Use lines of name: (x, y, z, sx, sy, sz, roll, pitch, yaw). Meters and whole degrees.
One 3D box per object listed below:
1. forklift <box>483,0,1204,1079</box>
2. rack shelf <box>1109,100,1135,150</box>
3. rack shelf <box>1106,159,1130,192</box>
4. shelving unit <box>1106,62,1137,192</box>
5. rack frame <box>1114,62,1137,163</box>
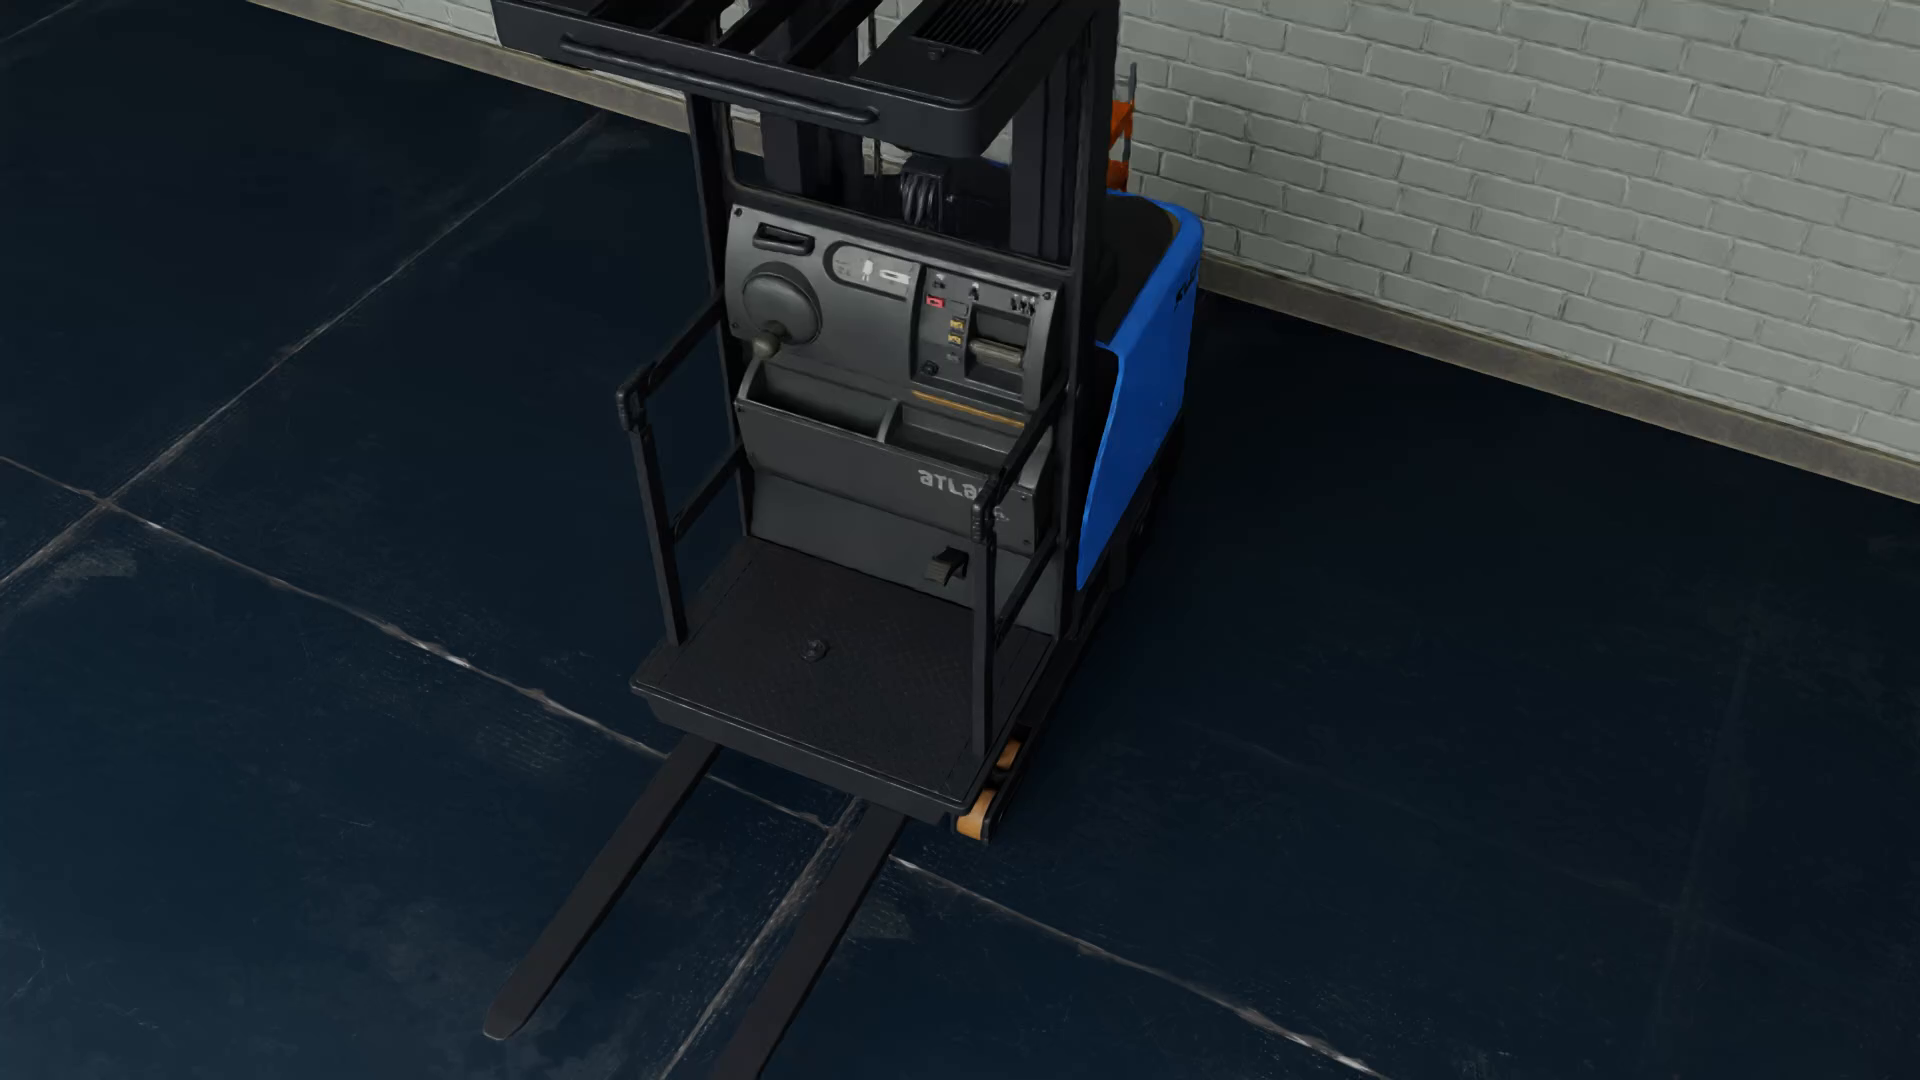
forklift: (-0.280, -0.509, 4.193, 1.130, 2.935, 3.031, 18, 48, 17)
rack shelf: (0.392, -1.351, 5.689, 0.258, 0.148, 0.480, 18, 48, 17)
rack shelf: (0.392, -1.184, 5.857, 0.258, 0.148, 0.480, 18, 48, 17)
shelving unit: (0.392, -1.074, 5.968, 0.258, 1.200, 0.503, 18, 48, 17)
rack frame: (0.493, -1.232, 6.124, 0.240, 1.200, 0.015, 18, 48, 17)
